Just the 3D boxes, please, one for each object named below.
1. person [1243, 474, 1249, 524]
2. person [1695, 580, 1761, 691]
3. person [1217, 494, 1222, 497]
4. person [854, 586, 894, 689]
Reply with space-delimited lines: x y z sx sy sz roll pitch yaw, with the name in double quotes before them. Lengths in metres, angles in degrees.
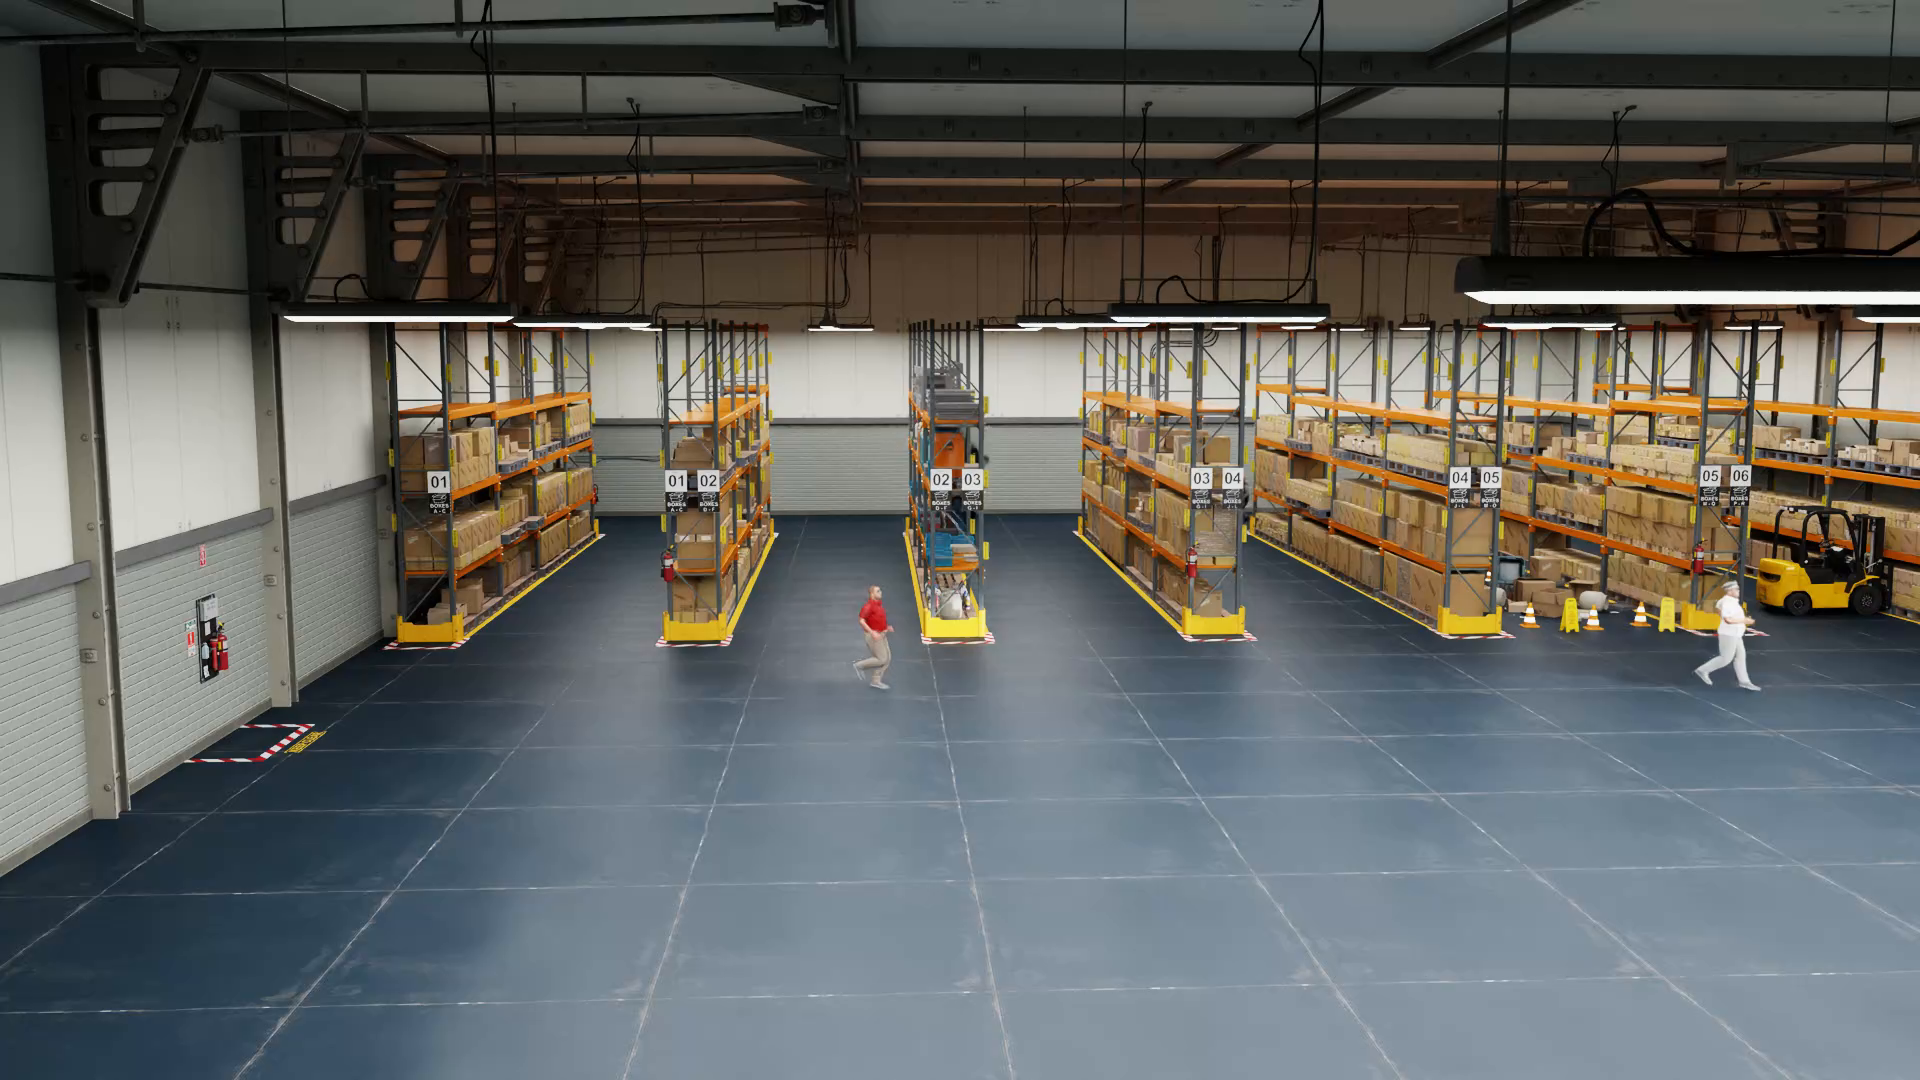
"person" 8.375 -1.155 49.191 0.607 1.624 0.728 -2 7 -13
"person" 12.398 1.524 26.765 0.973 1.768 0.661 4 8 31
"person" 7.140 -0.981 47.558 0.823 1.752 0.616 4 8 29
"person" -1.396 1.575 26.984 0.603 1.688 0.665 2 7 17
